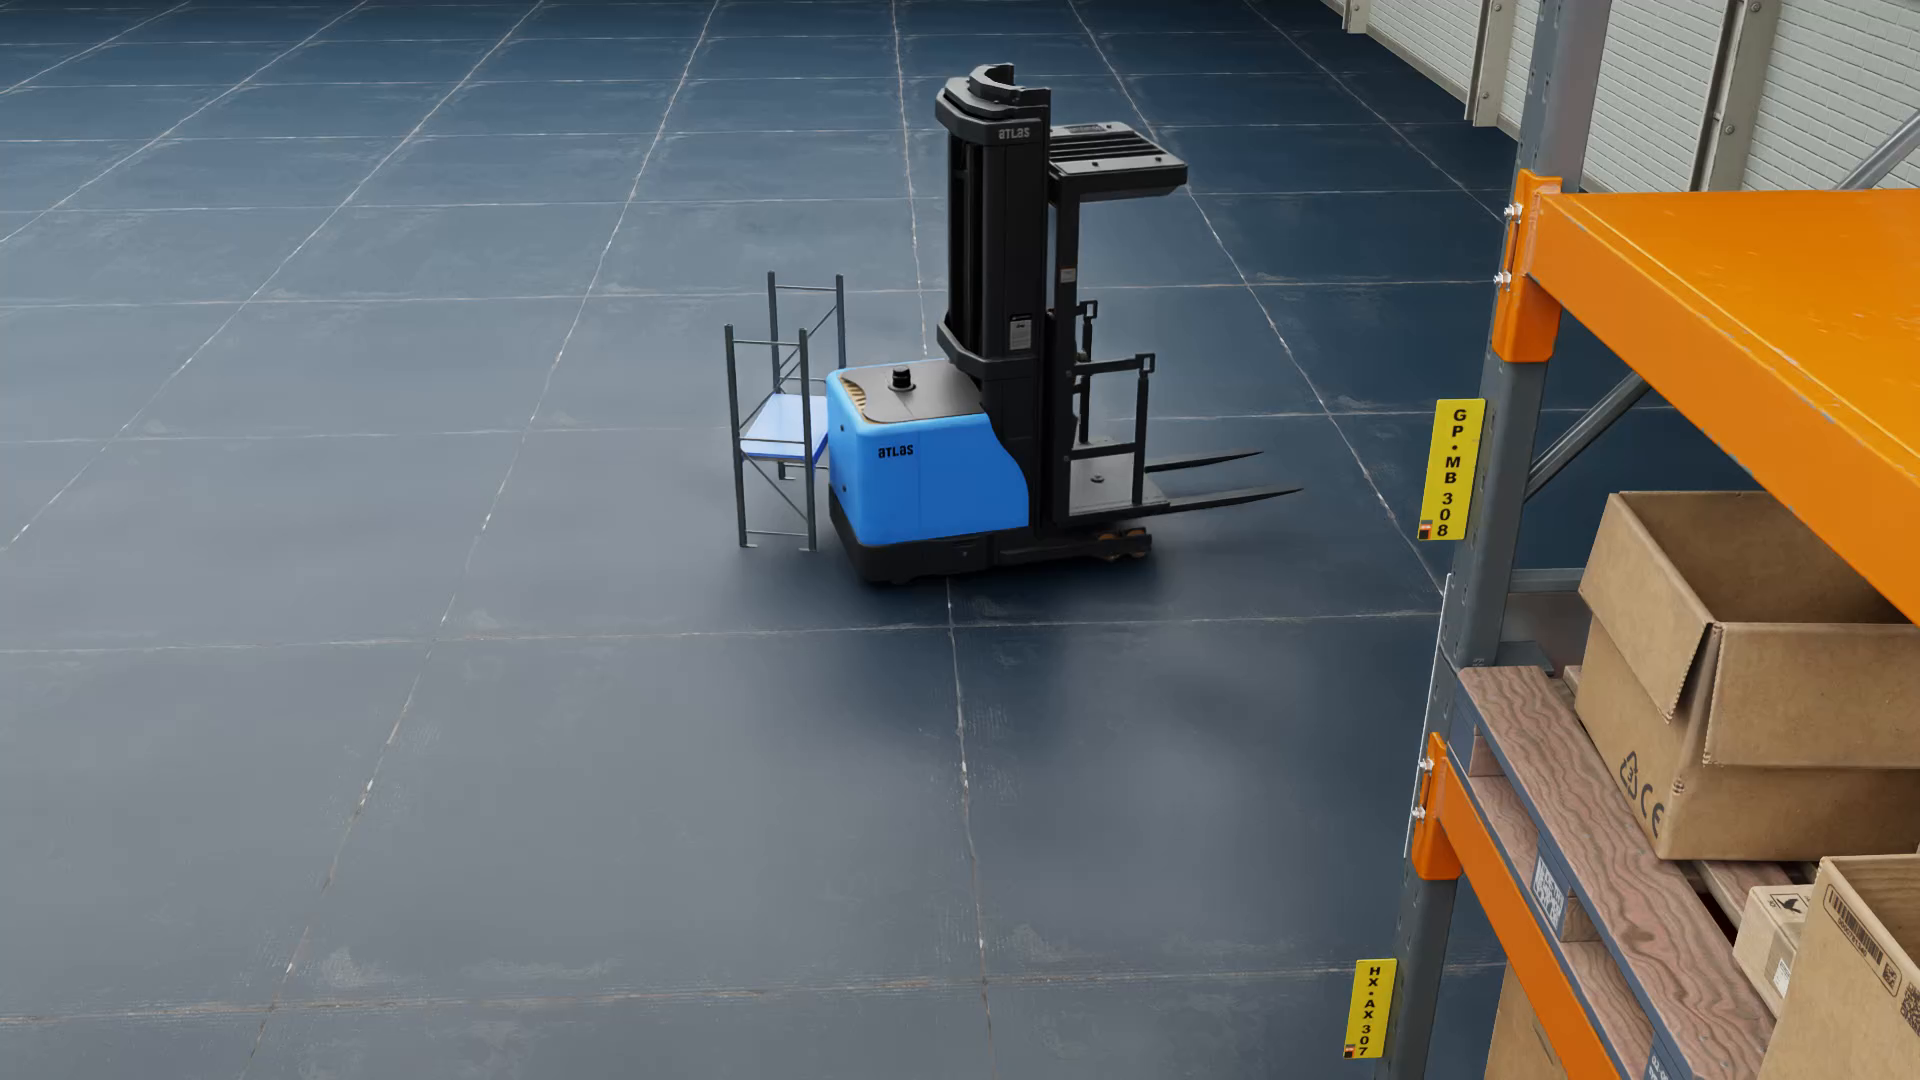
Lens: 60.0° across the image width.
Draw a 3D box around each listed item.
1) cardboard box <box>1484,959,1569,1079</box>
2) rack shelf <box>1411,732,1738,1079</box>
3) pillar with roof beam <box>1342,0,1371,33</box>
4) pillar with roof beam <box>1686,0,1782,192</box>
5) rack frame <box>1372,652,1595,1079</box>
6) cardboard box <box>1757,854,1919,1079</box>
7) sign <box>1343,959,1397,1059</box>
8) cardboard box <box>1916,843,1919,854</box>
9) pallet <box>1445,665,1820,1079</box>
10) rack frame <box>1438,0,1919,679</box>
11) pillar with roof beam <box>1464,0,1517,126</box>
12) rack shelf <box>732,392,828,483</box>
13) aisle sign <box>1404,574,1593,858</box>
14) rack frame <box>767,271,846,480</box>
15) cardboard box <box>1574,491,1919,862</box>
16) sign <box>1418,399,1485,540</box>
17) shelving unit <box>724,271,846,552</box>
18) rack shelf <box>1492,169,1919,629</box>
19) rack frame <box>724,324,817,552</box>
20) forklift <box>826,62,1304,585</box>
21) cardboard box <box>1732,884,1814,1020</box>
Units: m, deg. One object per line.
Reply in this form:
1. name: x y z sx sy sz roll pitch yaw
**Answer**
1. cardboard box: 1.605 1.217 3.662 0.700 0.500 0.500 -1 28 -2
2. rack shelf: 1.695 1.509 2.148 1.077 0.370 4.000 -1 28 -3
3. pillar with roof beam: 1.886 -11.862 23.763 9.100 9.000 0.400 -1 28 -3
4. pillar with roof beam: 2.512 -6.320 13.137 9.100 9.000 0.400 -1 28 -3
5. rack frame: 1.591 1.596 4.446 1.000 3.000 0.127 -1 28 -3
6. cardboard box: 1.405 0.747 2.116 0.500 0.500 0.500 -1 28 -3
7. sign: 1.036 1.188 4.207 0.100 0.325 0.005 -1 28 -3
8. cardboard box: 1.914 0.610 2.650 0.500 0.250 0.500 -1 28 -3
9. pallet: 1.602 0.633 3.145 1.003 0.211 1.213 -1 28 -3
10. rack frame: 1.591 -1.064 3.059 1.000 3.000 0.127 -1 28 -3
11. pillar with roof beam: 2.199 -9.091 18.450 9.100 9.000 0.400 -1 28 -3
12. rack shelf: -1.088 -0.684 10.828 0.538 0.185 1.000 4 28 8
13. aisle sign: 1.282 0.421 3.889 0.394 0.787 0.004 -1 28 -3
14. rack frame: -1.011 -1.076 11.191 0.500 1.500 0.032 4 28 8
15. cardboard box: 1.617 0.238 3.090 0.797 0.503 0.637 0 28 1
16. sign: 1.036 -0.146 3.511 0.100 0.325 0.005 -1 28 -3
17. shelving unit: -1.088 -0.843 10.745 0.538 1.500 1.048 4 28 8
18. rack shelf: 1.695 0.356 1.547 1.077 0.370 4.000 -1 28 -3
19. rack frame: -1.165 -0.611 10.300 0.500 1.500 0.032 4 28 8
20. forklift: 0.716 -1.397 10.258 3.031 2.935 1.130 -8 28 -14
21. cardboard box: 1.476 0.677 2.631 0.380 0.149 0.250 -1 28 -3
